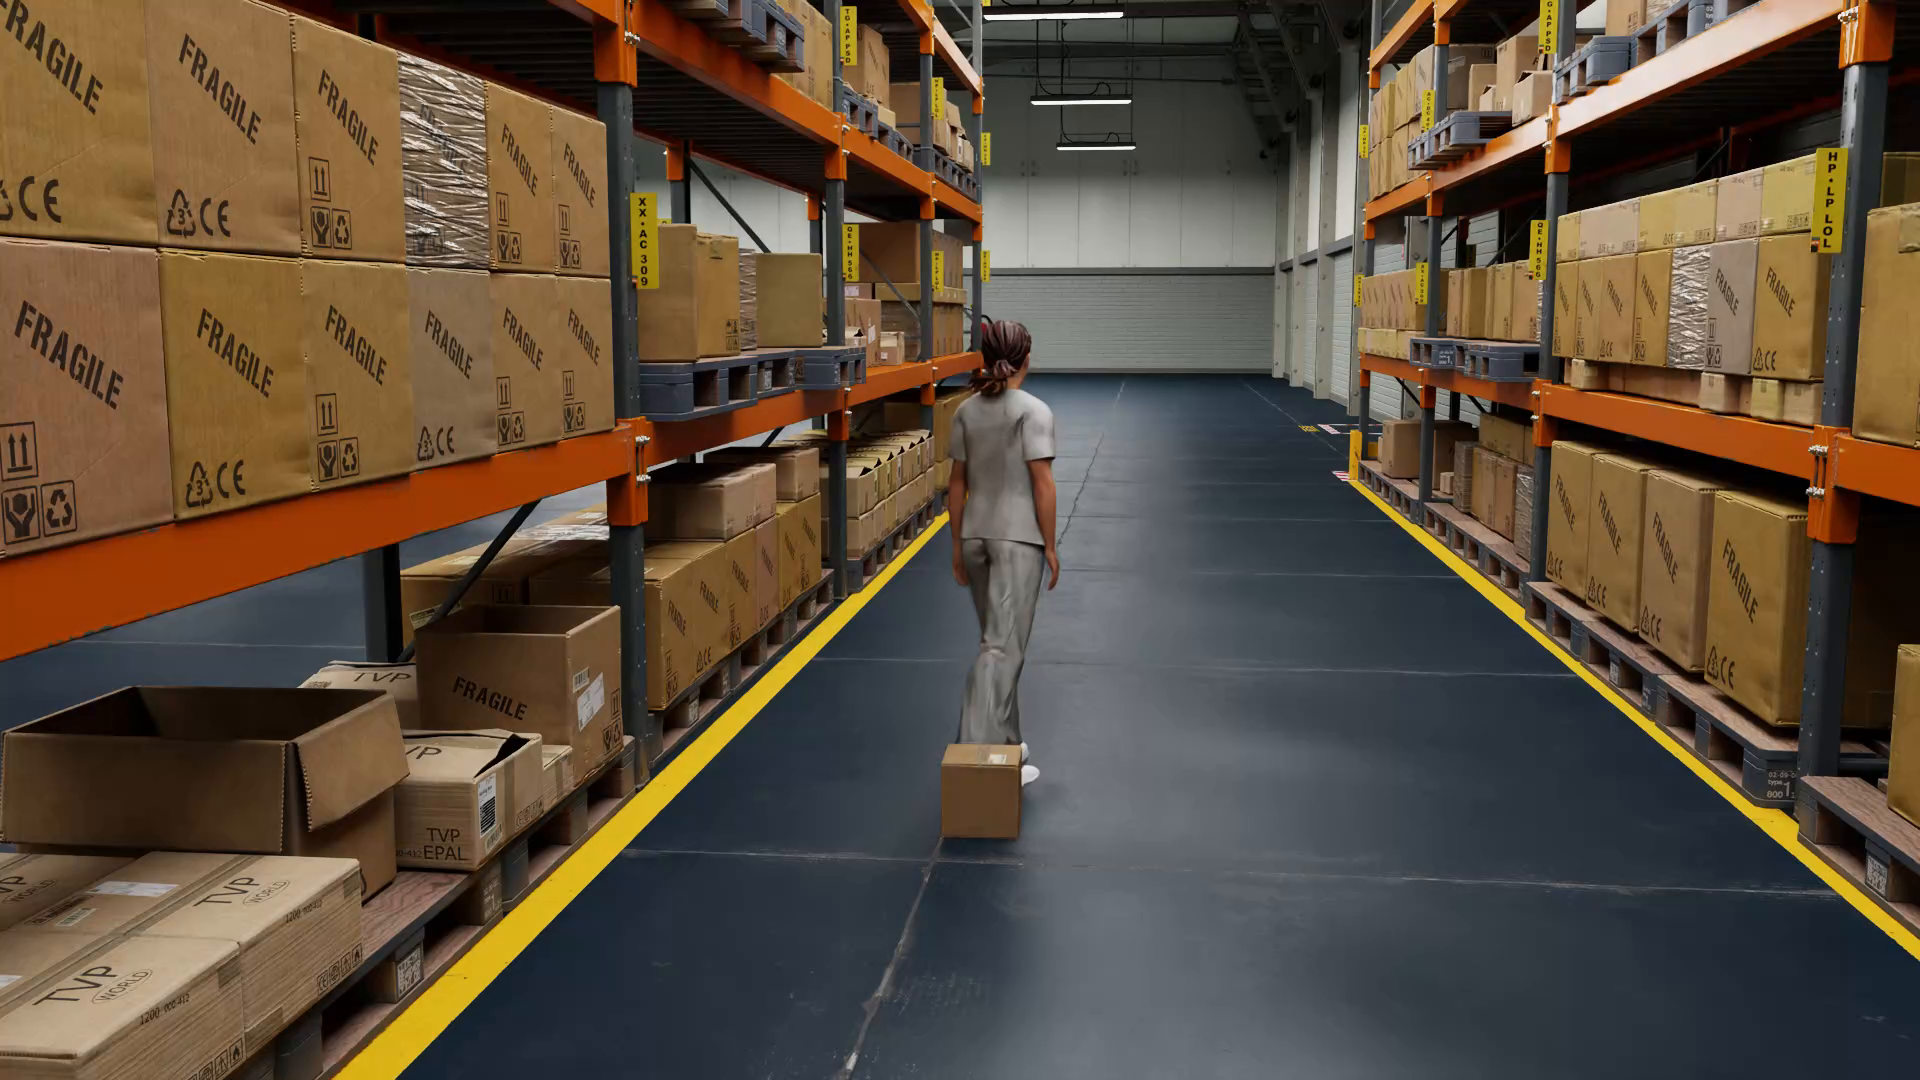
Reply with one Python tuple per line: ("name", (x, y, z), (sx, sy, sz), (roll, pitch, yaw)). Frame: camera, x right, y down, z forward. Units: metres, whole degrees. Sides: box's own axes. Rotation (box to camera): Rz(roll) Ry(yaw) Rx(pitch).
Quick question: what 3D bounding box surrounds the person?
("person", (0.145, 0.044, 6.002), (0.484, 1.664, 0.568), (7, 10, 43))
